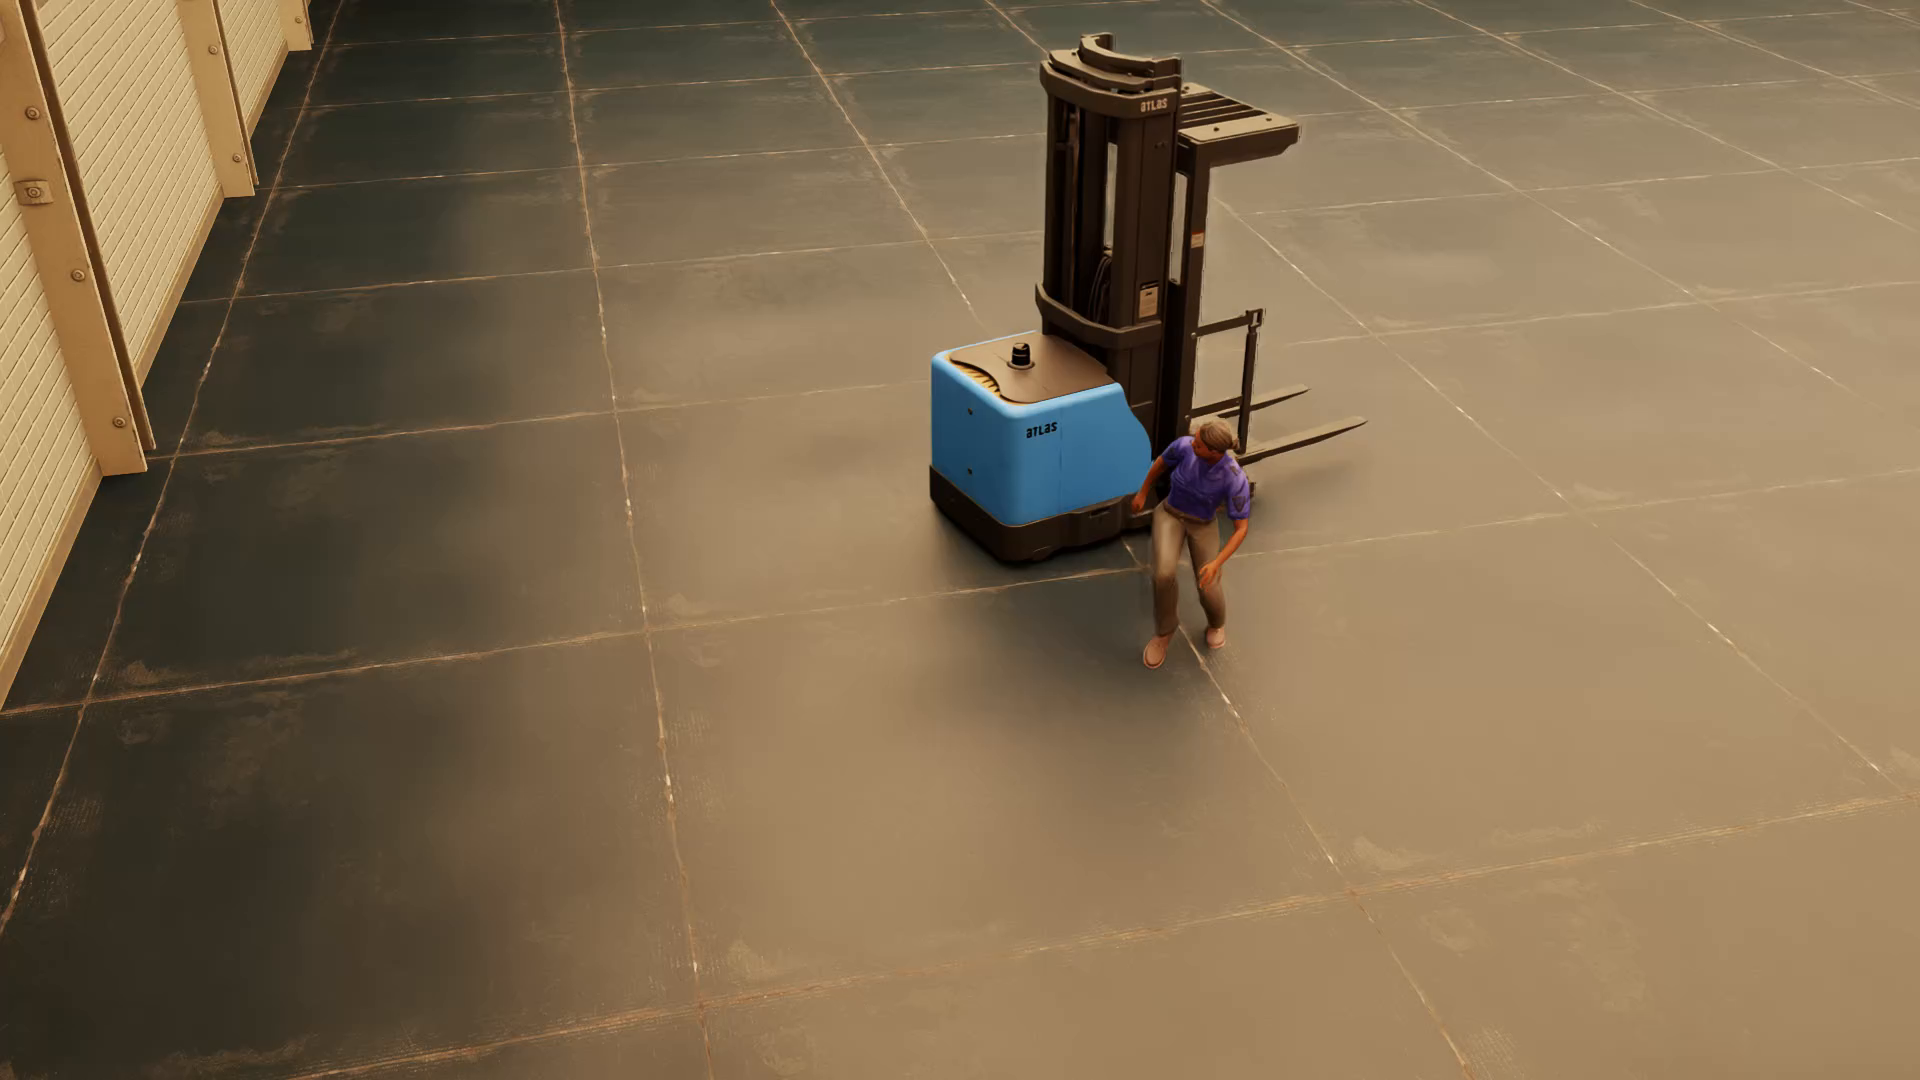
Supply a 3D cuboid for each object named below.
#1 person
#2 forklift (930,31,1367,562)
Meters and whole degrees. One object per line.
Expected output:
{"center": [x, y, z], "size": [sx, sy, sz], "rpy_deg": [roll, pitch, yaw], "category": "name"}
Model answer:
{"center": [1.231, -0.024, 9.131], "size": [0.687, 1.453, 0.699], "rpy_deg": [7, 31, 13], "category": "person"}
{"center": [1.338, -1.665, 10.450], "size": [3.031, 2.935, 1.130], "rpy_deg": [-16, 34, -26], "category": "forklift"}
